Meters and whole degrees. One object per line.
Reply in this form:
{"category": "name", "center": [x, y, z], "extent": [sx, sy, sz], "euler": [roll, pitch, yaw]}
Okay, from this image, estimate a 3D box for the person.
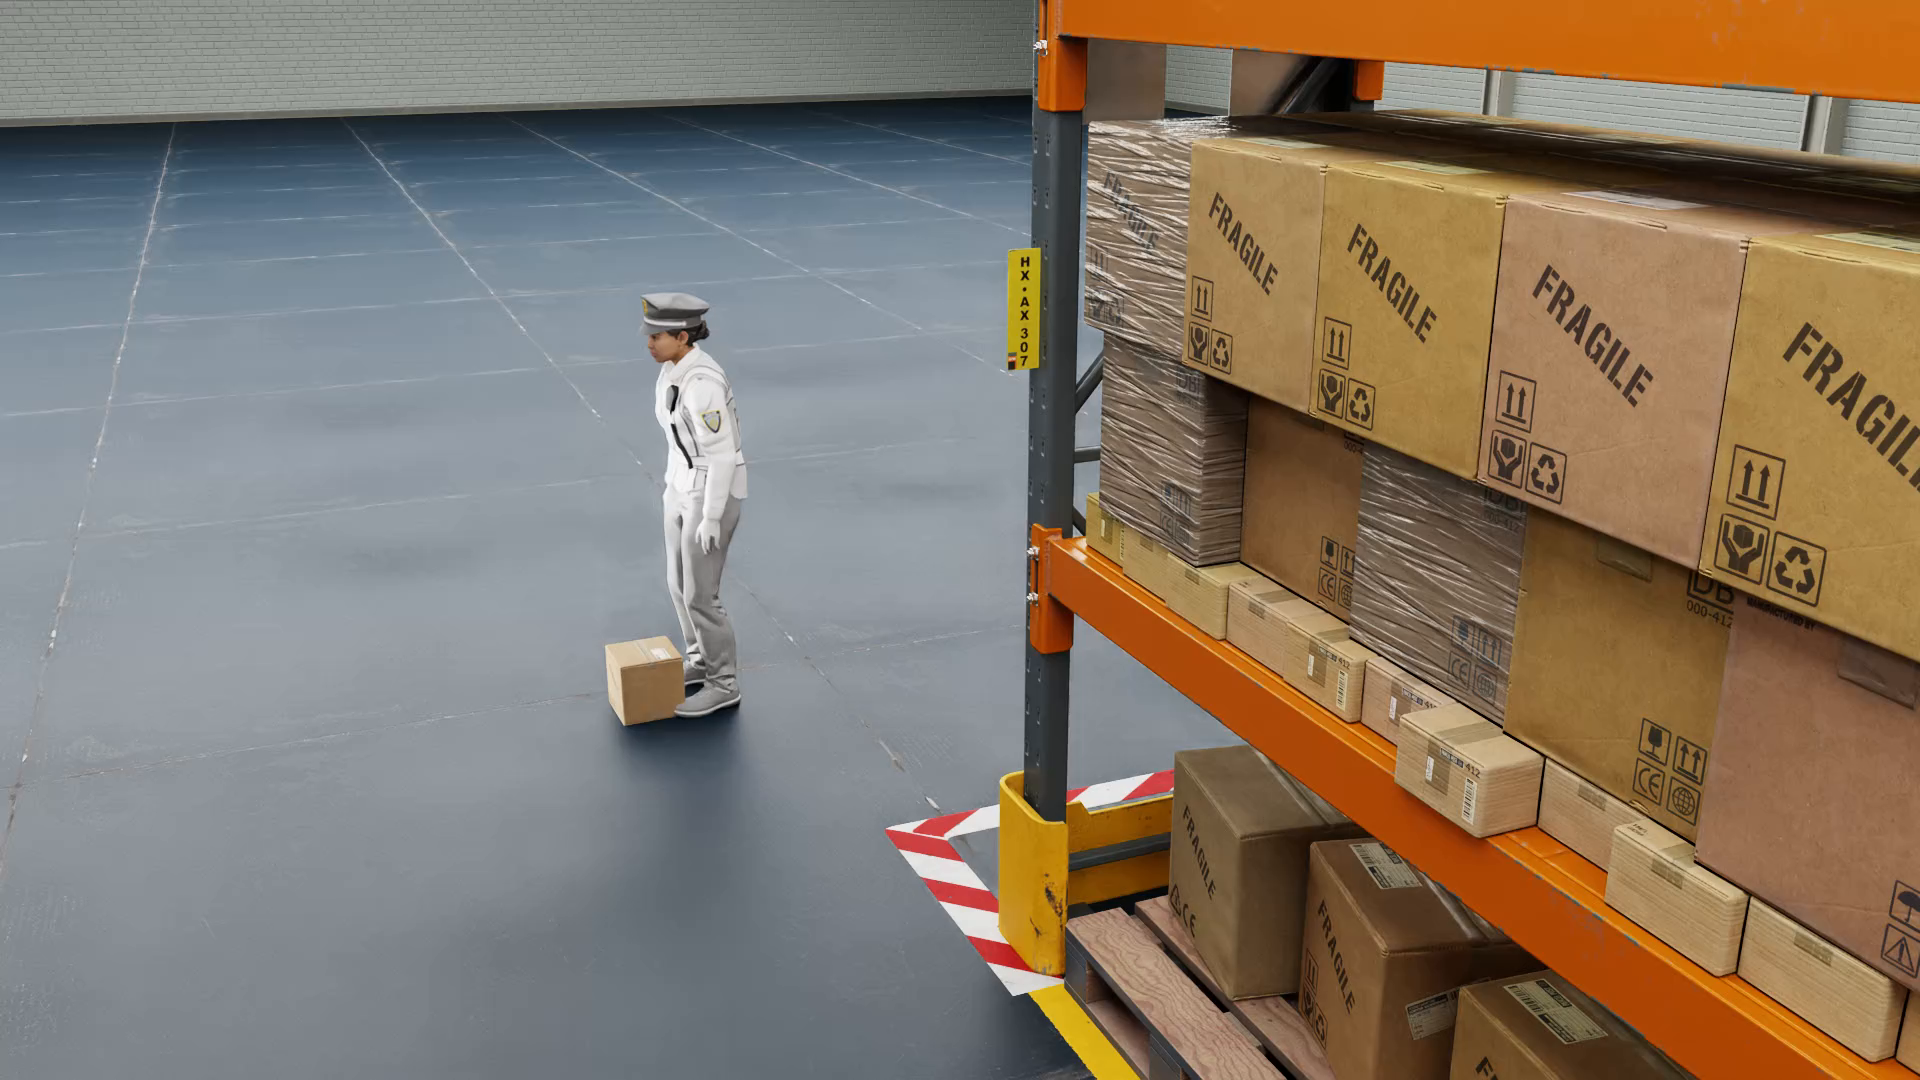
{"category": "person", "center": [-1.028, -0.143, 6.475], "extent": [0.374, 1.662, 0.534], "euler": [-9, 21, -25]}
